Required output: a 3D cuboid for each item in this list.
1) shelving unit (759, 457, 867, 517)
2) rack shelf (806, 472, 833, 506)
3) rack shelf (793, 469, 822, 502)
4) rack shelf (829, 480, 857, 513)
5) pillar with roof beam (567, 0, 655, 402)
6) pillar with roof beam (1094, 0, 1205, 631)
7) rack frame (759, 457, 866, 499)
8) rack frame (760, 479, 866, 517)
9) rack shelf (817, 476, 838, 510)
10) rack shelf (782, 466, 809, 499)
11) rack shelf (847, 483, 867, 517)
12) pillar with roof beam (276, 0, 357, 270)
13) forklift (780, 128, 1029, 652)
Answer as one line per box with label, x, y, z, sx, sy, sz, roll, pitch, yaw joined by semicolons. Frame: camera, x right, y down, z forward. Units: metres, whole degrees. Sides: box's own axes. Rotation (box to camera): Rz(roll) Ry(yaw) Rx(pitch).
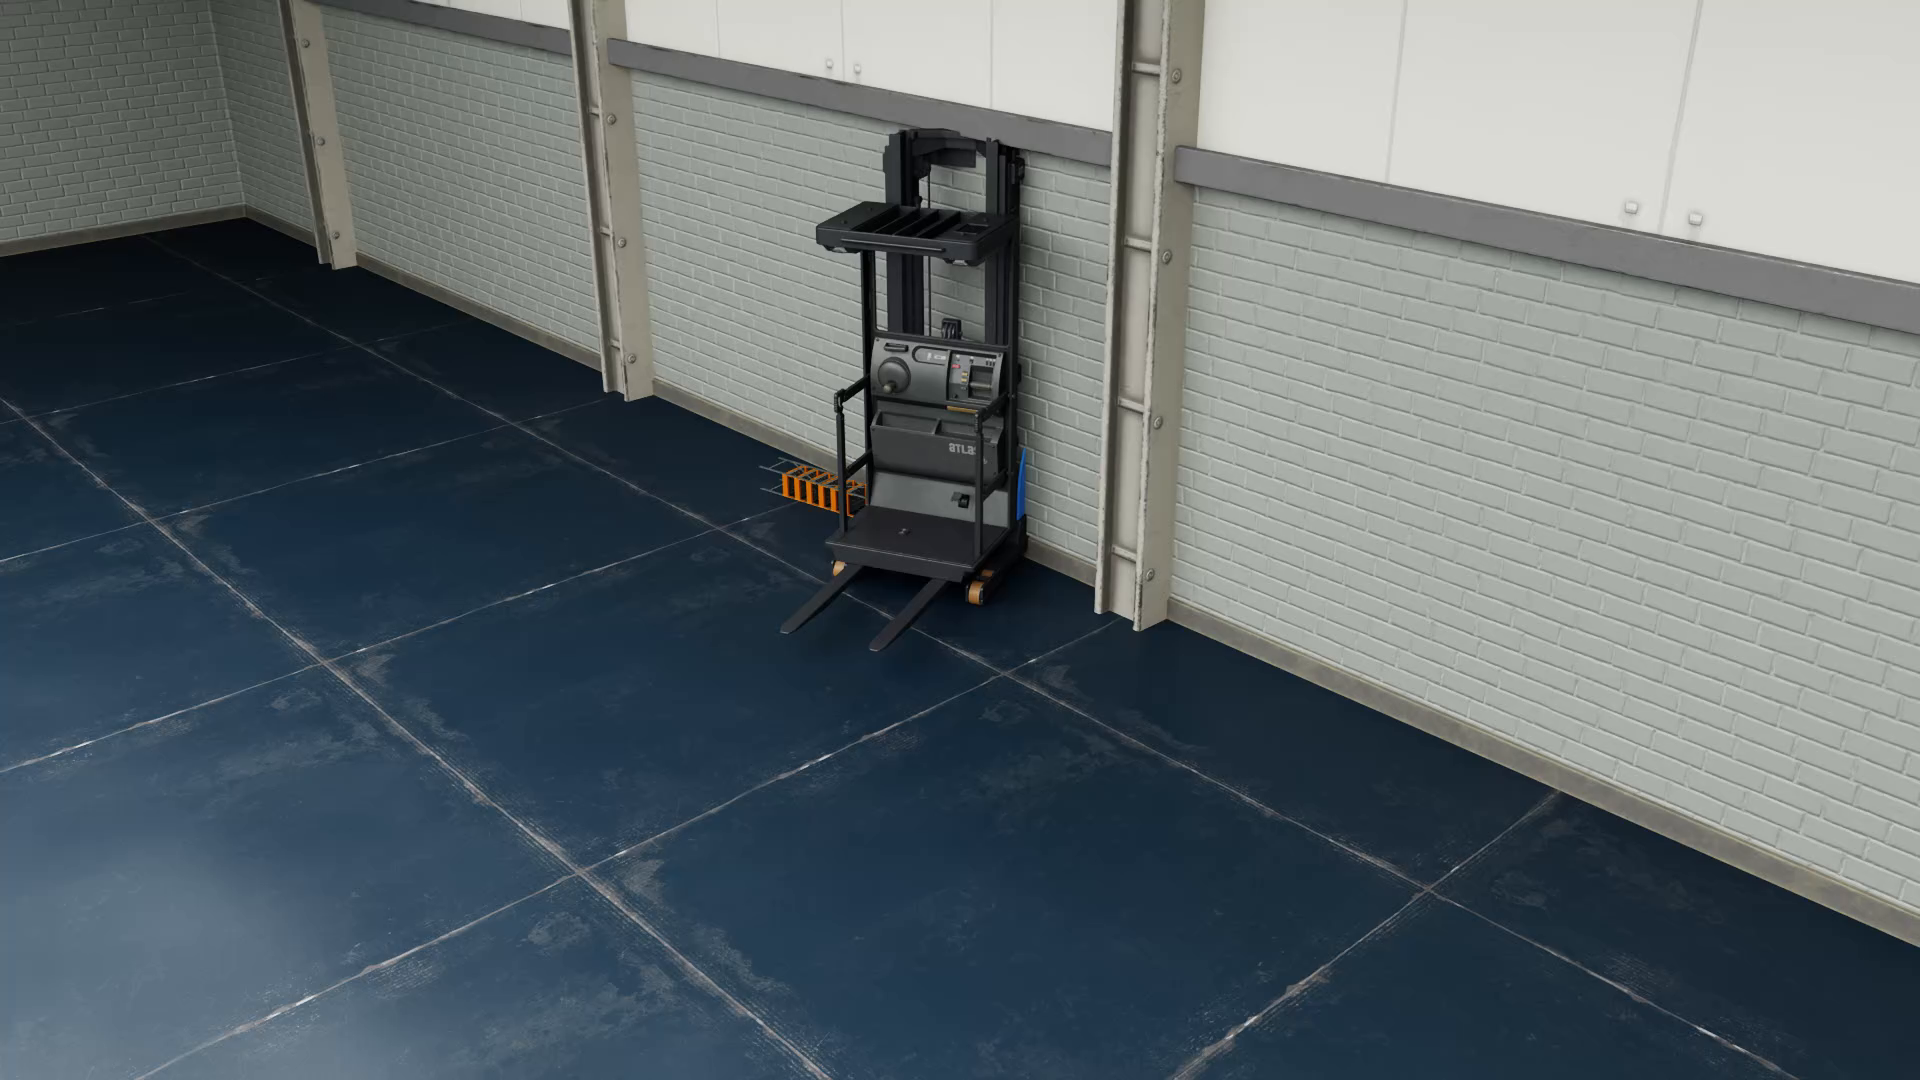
shelving unit;-0.996;-0.375;12.636;1.200;0.189;0.258;17;29;32
rack shelf;-1.057;-0.394;12.677;0.103;0.180;0.258;17;29;32
rack shelf;-1.154;-0.423;12.741;0.103;0.180;0.258;17;29;32
rack shelf;-0.863;-0.335;12.548;0.103;0.180;0.258;17;29;32
pillar with roof beam;-6.110;-4.201;10.414;9.100;9.000;0.400;-21;32;-38
pillar with roof beam;-2.009;-2.383;6.429;9.100;9.000;0.400;-21;32;-38
rack frame;-0.996;-0.459;12.598;1.200;0.006;0.240;17;29;32
rack frame;-0.996;-0.292;12.674;1.200;0.006;0.240;17;29;32
rack shelf;-0.960;-0.364;12.612;0.103;0.180;0.258;17;29;32
rack shelf;-1.251;-0.453;12.805;0.103;0.180;0.258;17;29;32
rack shelf;-0.766;-0.306;12.483;0.103;0.180;0.258;17;29;32
pillar with roof beam;-10.211;-6.019;14.398;9.100;9.000;0.400;-21;32;-38
forklift;-0.235;-1.094;10.913;1.130;2.935;3.031;10;26;20
